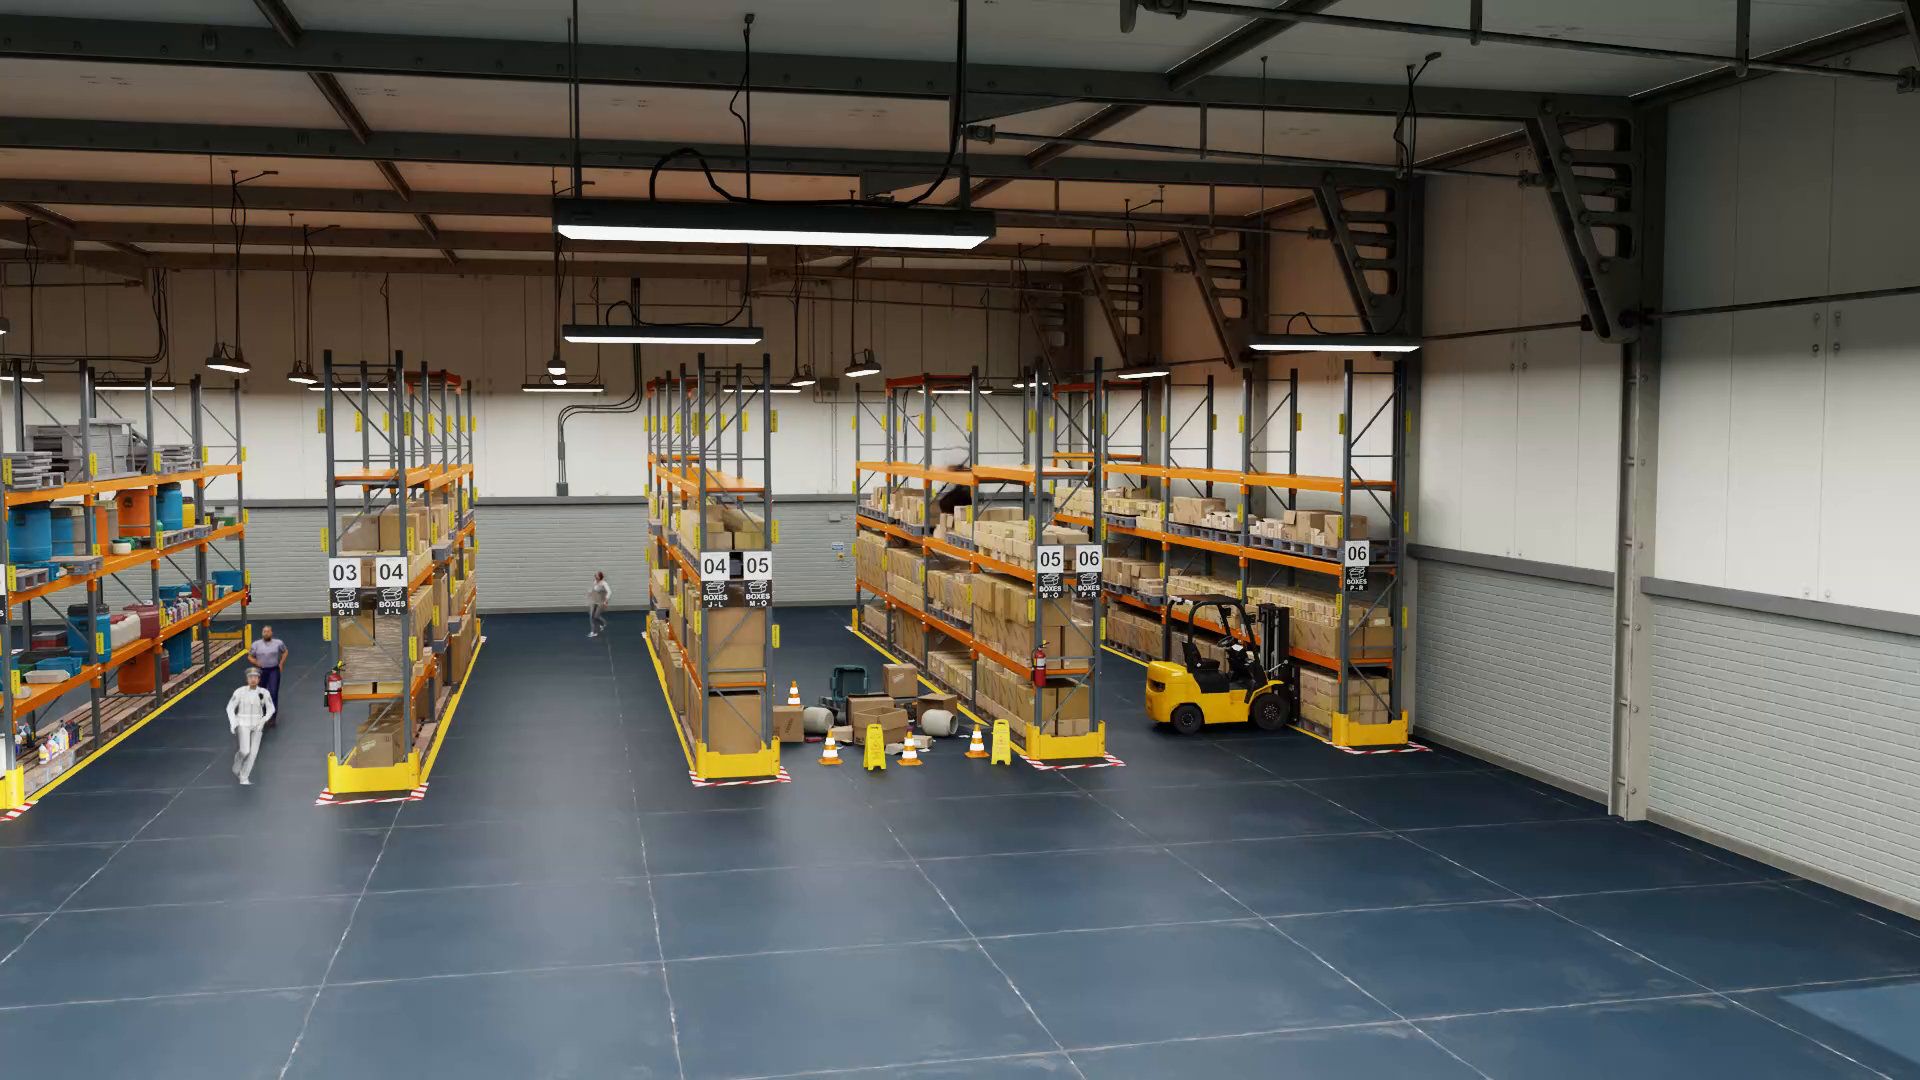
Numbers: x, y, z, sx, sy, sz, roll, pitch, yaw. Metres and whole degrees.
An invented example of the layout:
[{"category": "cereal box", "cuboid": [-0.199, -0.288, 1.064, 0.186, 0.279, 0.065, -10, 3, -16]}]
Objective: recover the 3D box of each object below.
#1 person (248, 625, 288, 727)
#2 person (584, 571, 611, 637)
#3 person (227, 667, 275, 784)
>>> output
[{"category": "person", "cuboid": [-11.538, 2.237, 27.737, 0.617, 1.645, 0.827, -1, 4, -20]}, {"category": "person", "cuboid": [-8.507, 1.505, 39.322, 0.641, 1.560, 0.592, 2, 4, 23]}, {"category": "person", "cuboid": [-9.847, 2.578, 23.138, 0.618, 1.621, 0.505, -2, 5, -28]}]
